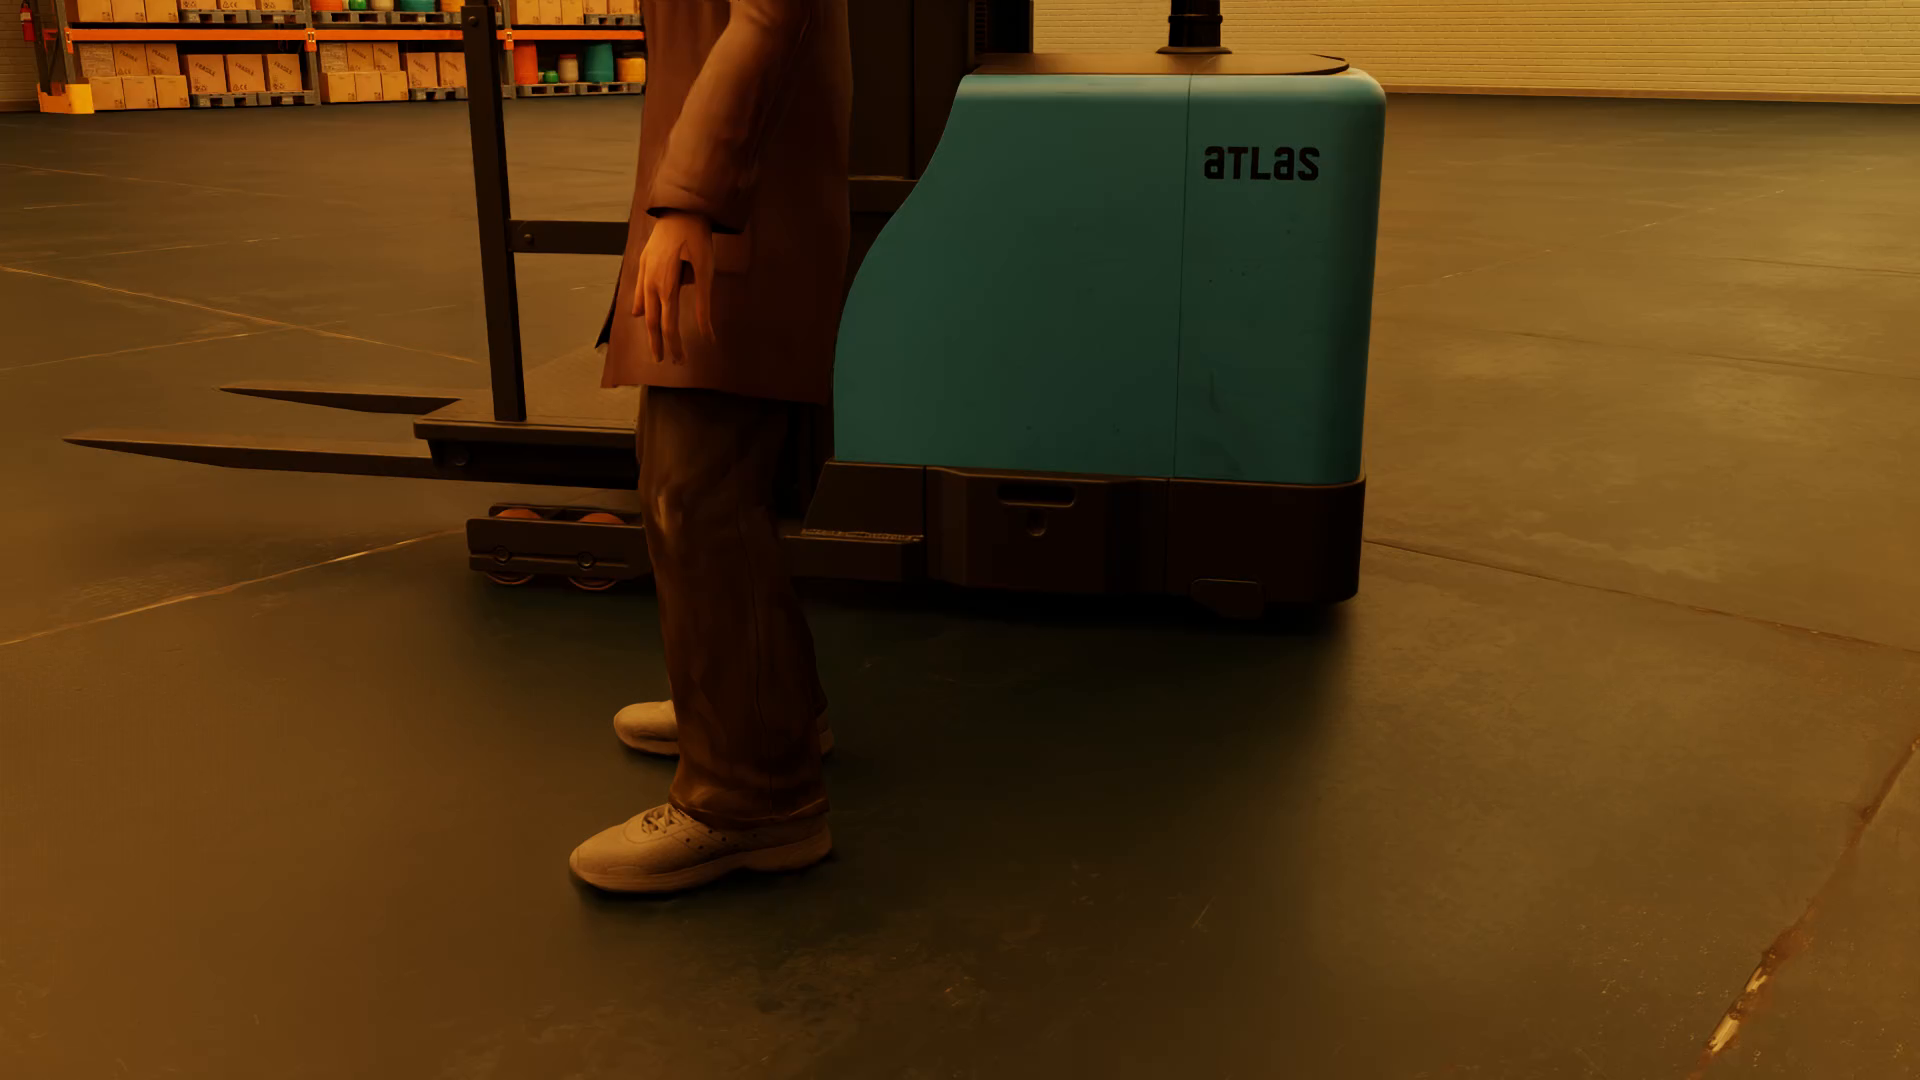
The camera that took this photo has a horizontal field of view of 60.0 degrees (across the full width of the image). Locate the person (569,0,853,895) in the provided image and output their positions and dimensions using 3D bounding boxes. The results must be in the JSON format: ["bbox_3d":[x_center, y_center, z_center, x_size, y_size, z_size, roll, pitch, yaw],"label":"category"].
[{"bbox_3d":[-0.366,-0.445,2.369,0.434,1.767,0.778,-2,17,-7],"label":"person"}]

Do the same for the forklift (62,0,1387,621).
[{"bbox_3d":[-0.598,-1.438,3.633,3.031,2.935,1.130,3,17,11],"label":"forklift"}]
